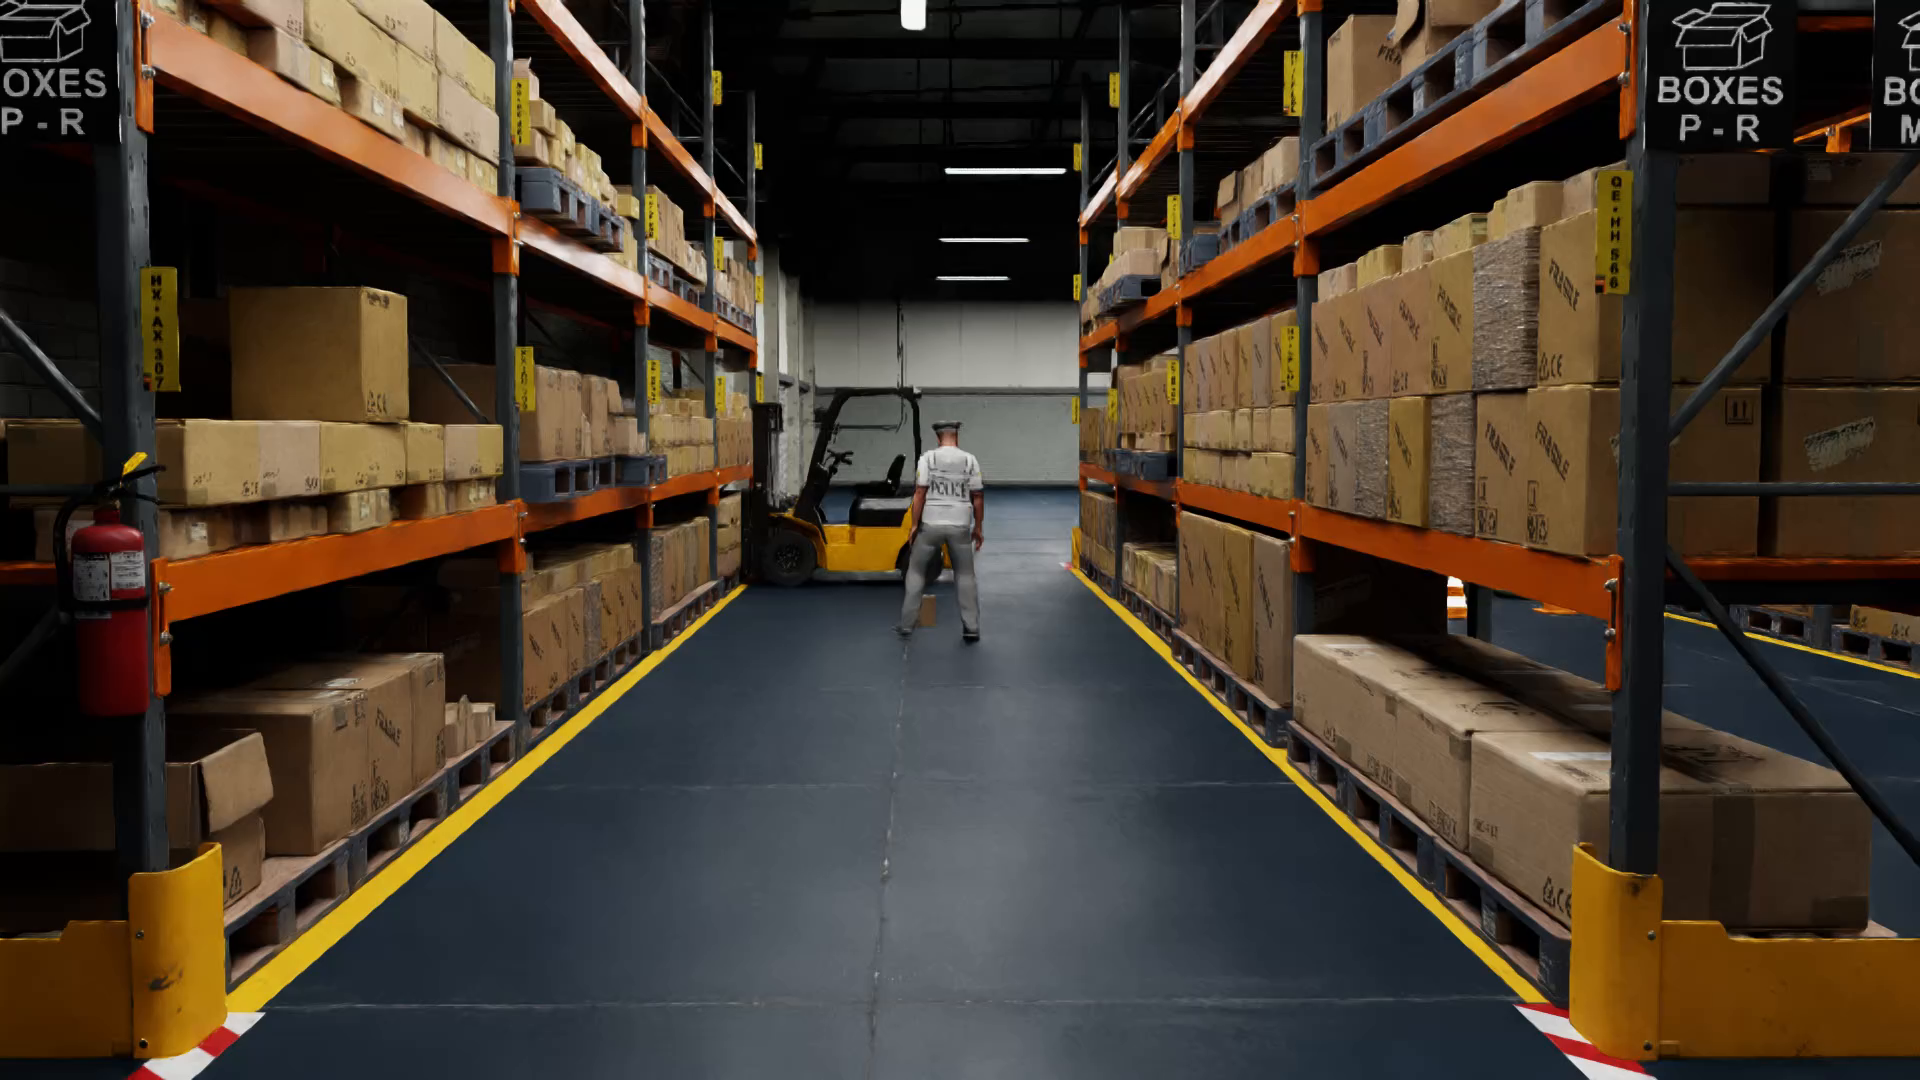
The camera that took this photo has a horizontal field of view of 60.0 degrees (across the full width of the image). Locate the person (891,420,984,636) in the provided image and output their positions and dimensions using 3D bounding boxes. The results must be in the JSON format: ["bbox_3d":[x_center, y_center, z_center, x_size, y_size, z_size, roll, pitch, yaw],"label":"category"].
[{"bbox_3d":[-0.179,-0.090,13.367,0.714,1.740,0.495,-1,4,-12],"label":"person"}]
